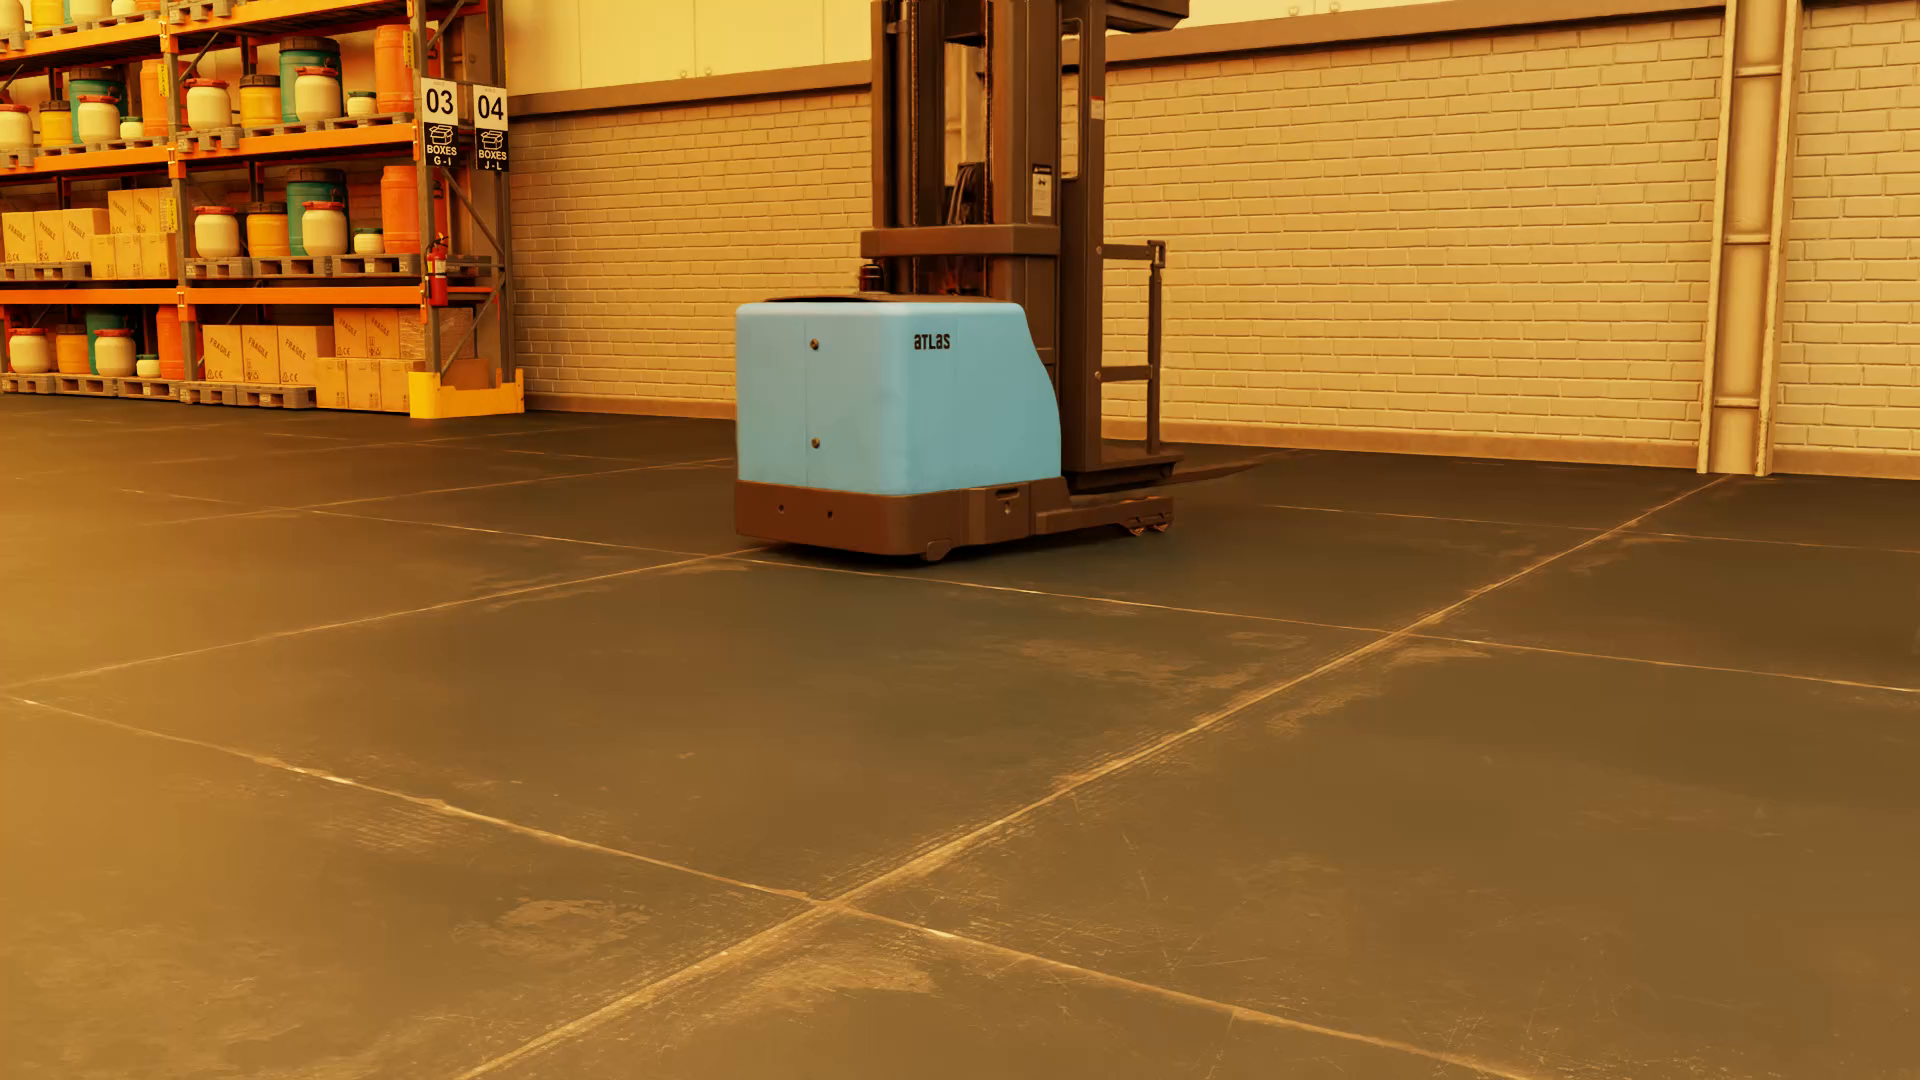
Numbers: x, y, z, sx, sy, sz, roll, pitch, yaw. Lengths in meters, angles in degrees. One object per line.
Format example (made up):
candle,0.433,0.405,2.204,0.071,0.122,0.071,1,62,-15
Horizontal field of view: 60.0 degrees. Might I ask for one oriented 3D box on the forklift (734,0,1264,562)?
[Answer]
forklift,0.371,-1.518,7.871,1.130,2.935,3.031,7,11,42
